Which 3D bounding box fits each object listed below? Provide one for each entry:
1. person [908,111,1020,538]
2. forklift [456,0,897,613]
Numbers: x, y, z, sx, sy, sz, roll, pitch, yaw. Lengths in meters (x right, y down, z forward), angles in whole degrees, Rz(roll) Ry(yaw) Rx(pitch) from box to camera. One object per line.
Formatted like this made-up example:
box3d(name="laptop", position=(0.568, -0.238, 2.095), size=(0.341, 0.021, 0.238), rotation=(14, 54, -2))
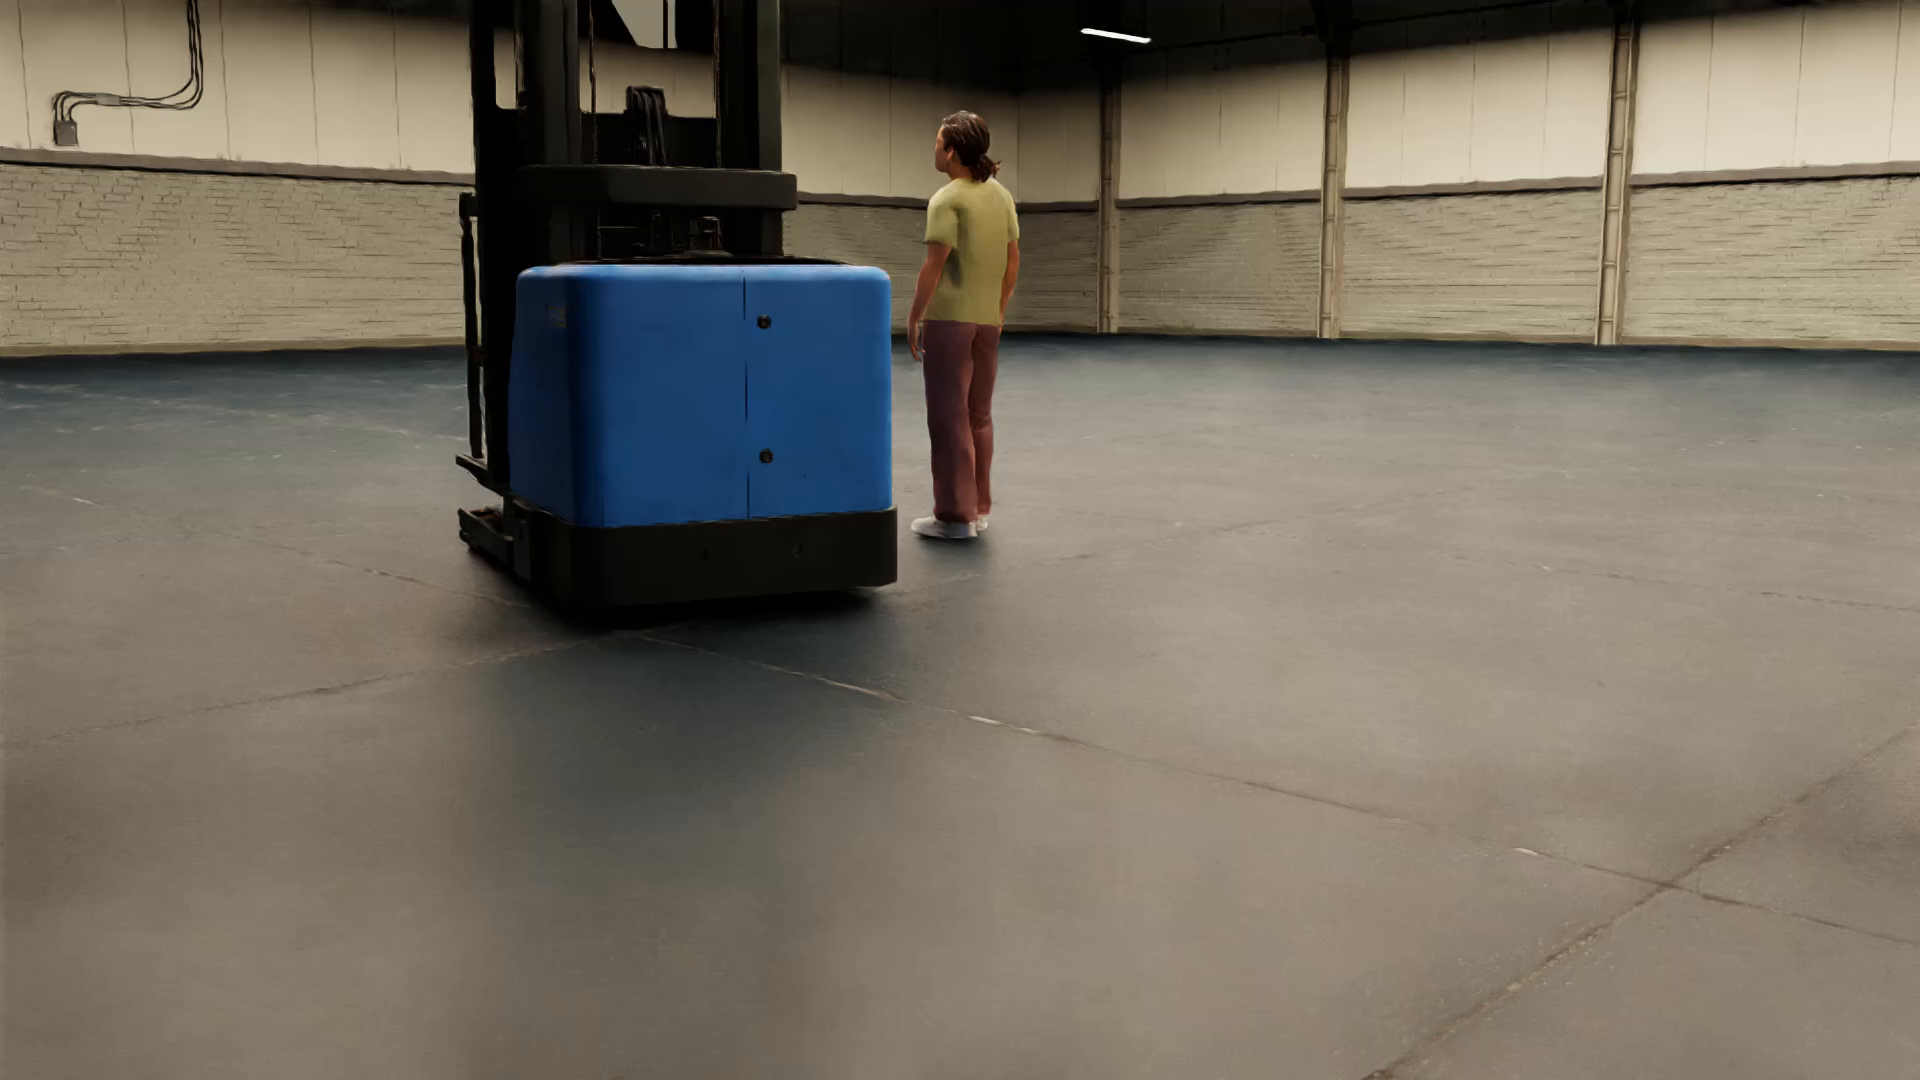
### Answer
box3d(name="person", position=(-0.046, -0.847, 6.650), size=(0.546, 1.674, 0.554), rotation=(8, 12, 43))
box3d(name="forklift", position=(-1.302, -1.409, 6.228), size=(1.130, 2.935, 3.031), rotation=(-4, 10, -26))
